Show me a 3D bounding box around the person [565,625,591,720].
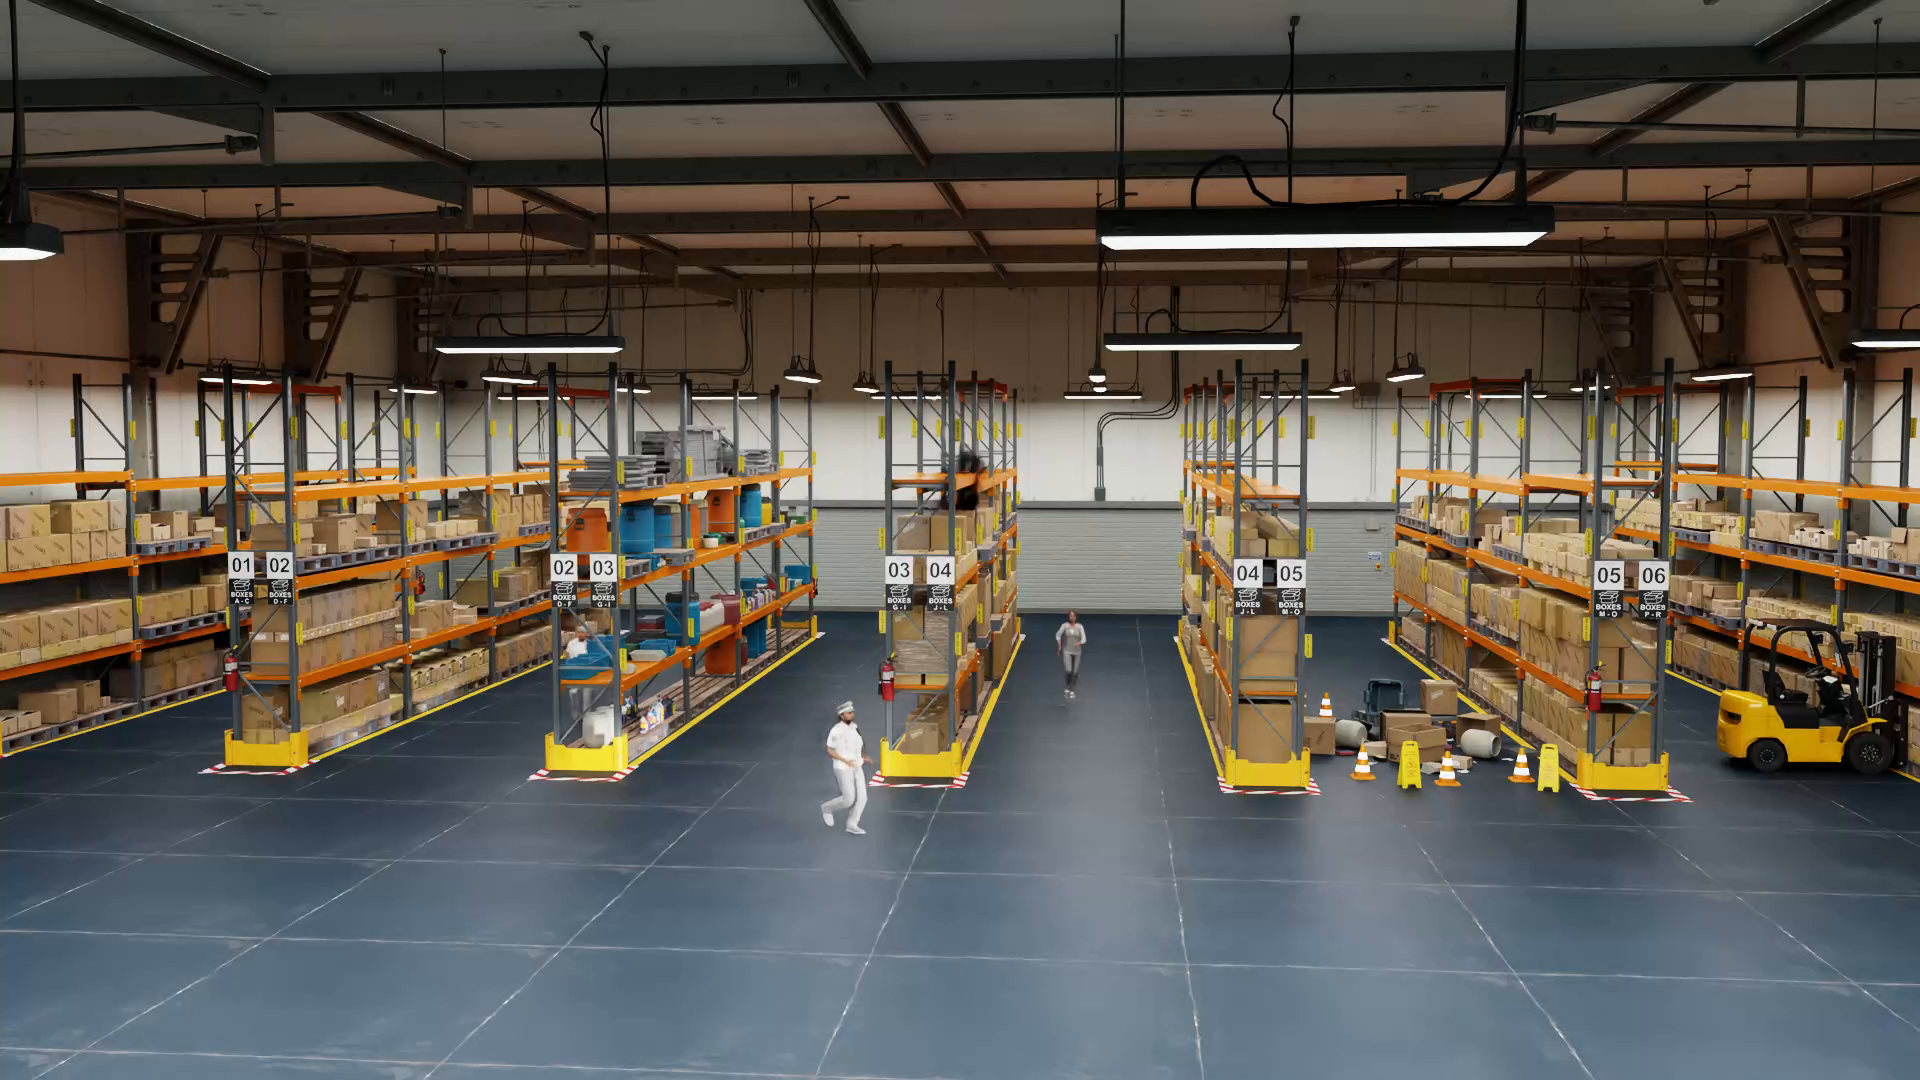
[{"bbox_3d":[-6.543,2.288,28.685,0.584,1.638,0.637,0,4,-5],"label":"person"}]

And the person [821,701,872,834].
[{"bbox_3d":[-1.420,2.814,20.686,0.595,1.651,0.575,3,5,35],"label":"person"}]

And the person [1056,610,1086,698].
[{"bbox_3d":[1.963,2.024,29.254,0.521,1.561,0.585,0,4,-2],"label":"person"}]
